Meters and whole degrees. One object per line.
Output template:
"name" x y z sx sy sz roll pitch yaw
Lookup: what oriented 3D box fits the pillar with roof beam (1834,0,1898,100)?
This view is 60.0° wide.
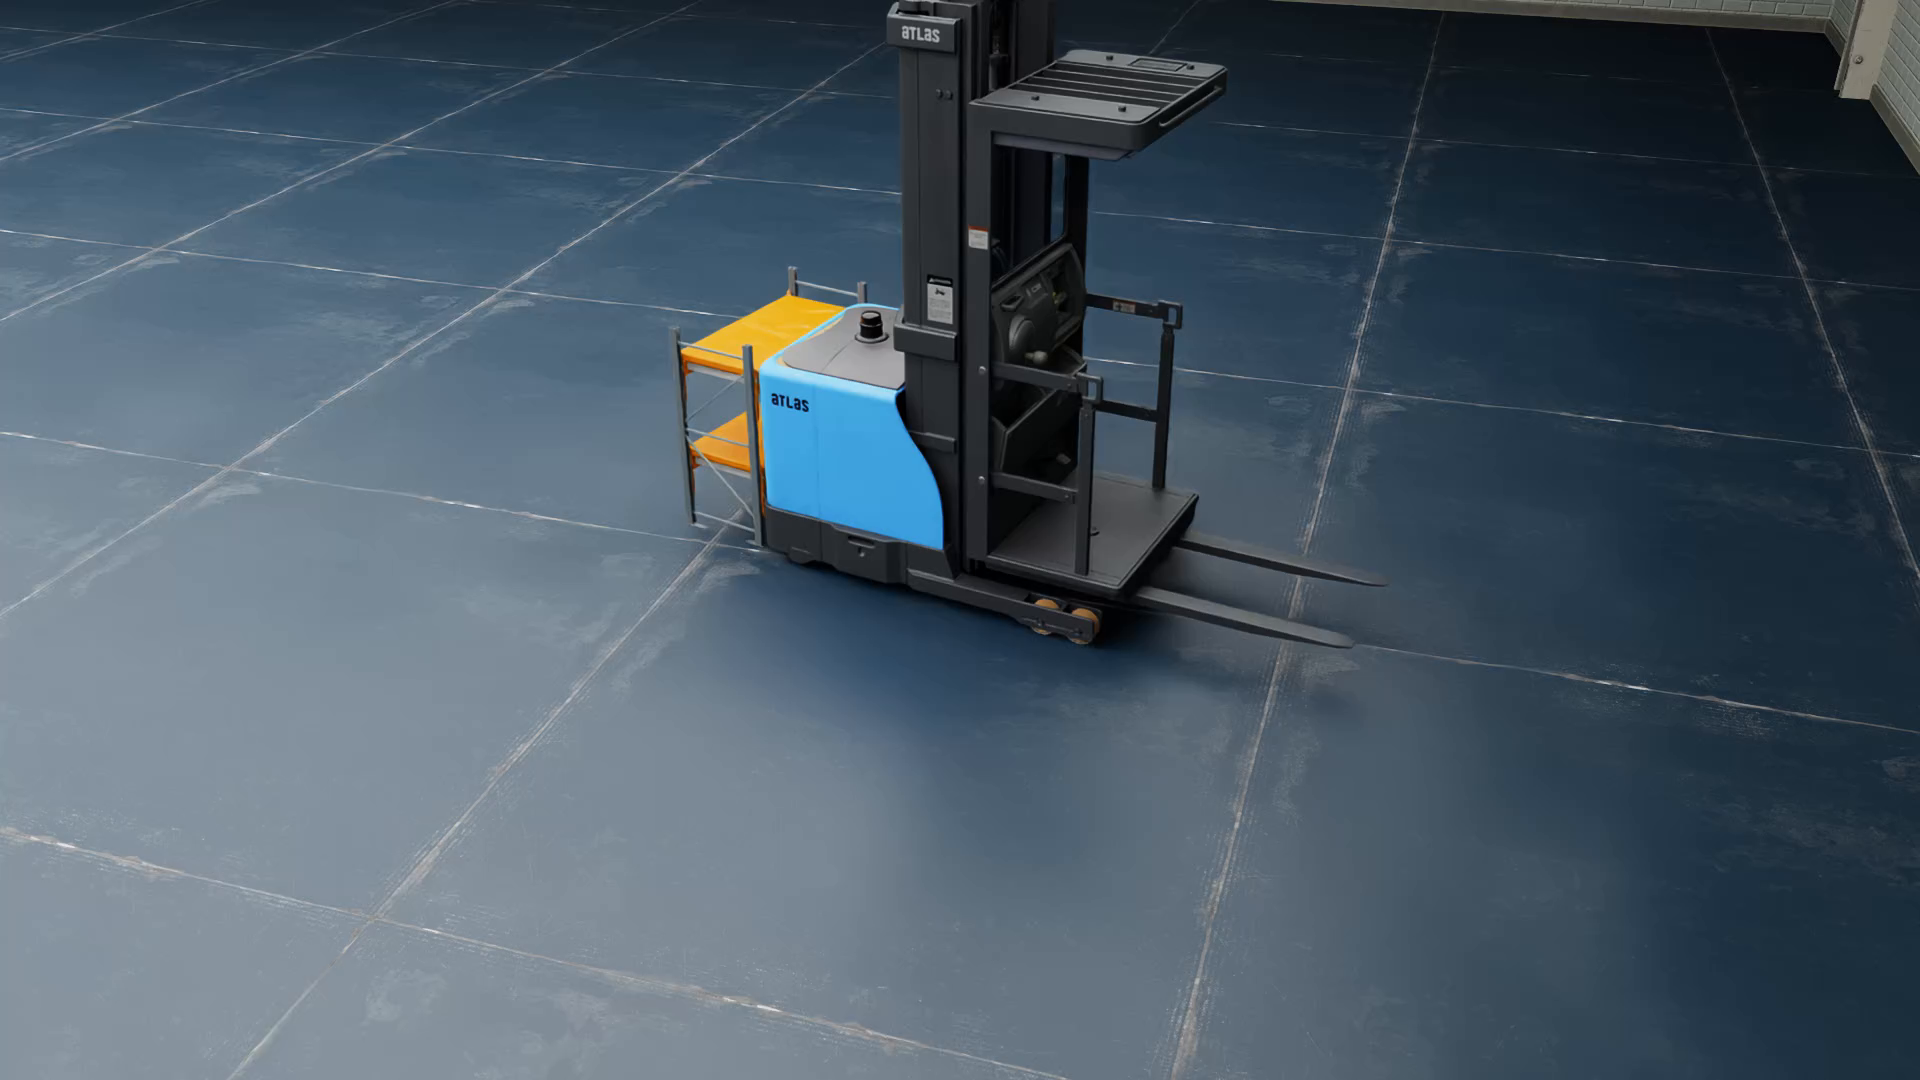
"pillar with roof beam" 4.963 -9.081 15.818 9.100 9.000 0.400 8 30 15

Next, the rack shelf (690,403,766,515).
"rack shelf" -0.981 -0.519 9.030 0.538 0.278 1.000 16 33 26

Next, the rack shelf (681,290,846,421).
"rack shelf" -0.981 -0.989 8.768 0.538 0.278 1.000 16 33 26

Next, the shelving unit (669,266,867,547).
"shelving unit" -0.981 -0.733 8.911 0.538 1.125 1.048 16 33 26

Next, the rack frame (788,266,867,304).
"rack frame" -0.722 -0.946 9.293 0.500 1.125 0.032 16 33 26

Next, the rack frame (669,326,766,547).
"rack frame" -1.241 -0.521 8.529 0.500 1.125 0.032 16 33 26

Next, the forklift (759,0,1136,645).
"forklift" 0.553 -1.082 7.680 3.031 2.935 1.130 14 32 23
